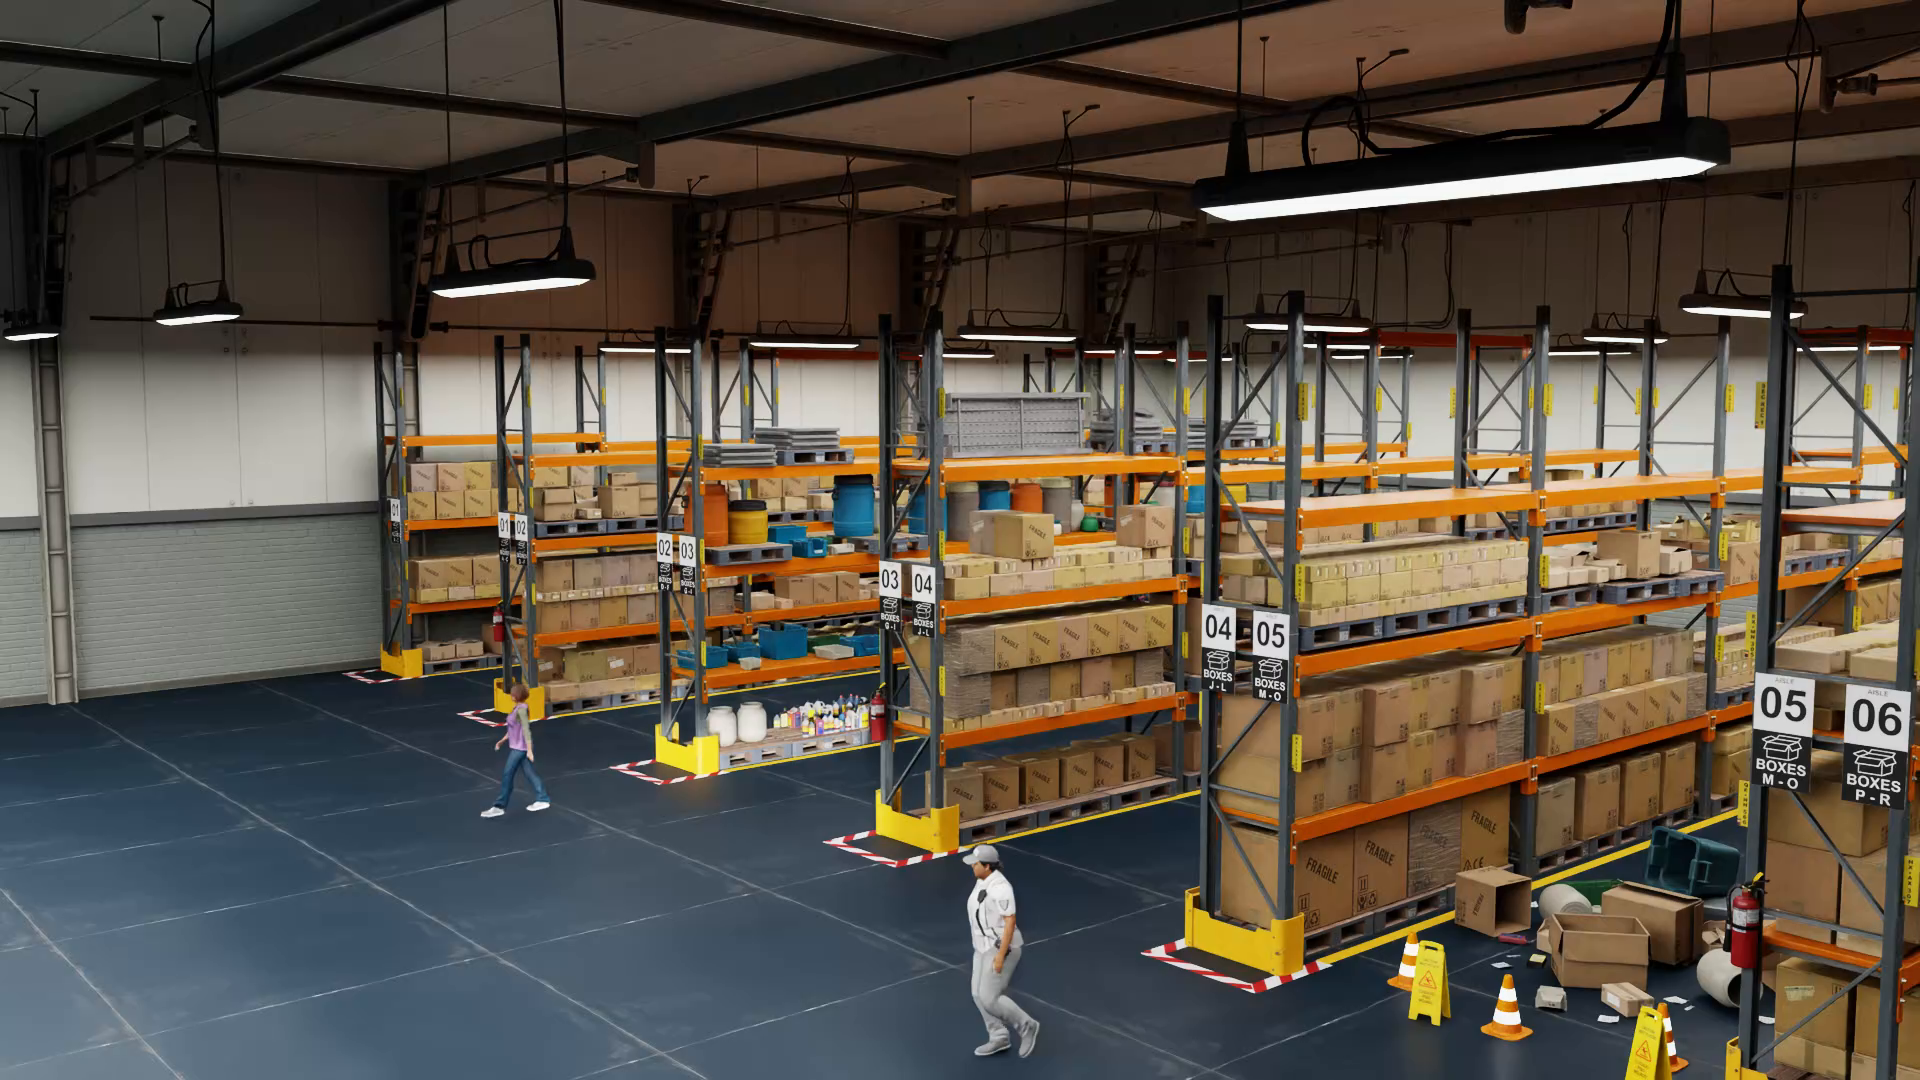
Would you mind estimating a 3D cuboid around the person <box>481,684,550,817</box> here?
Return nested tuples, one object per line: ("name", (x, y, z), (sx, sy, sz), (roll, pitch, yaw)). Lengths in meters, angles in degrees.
("person", (-5.391, 2.553, 20.147), (0.796, 1.540, 0.523), (-1, 5, -12))

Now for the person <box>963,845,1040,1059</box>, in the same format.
("person", (0.292, 3.179, 12.931), (0.514, 1.645, 0.553), (-2, 5, -18))
